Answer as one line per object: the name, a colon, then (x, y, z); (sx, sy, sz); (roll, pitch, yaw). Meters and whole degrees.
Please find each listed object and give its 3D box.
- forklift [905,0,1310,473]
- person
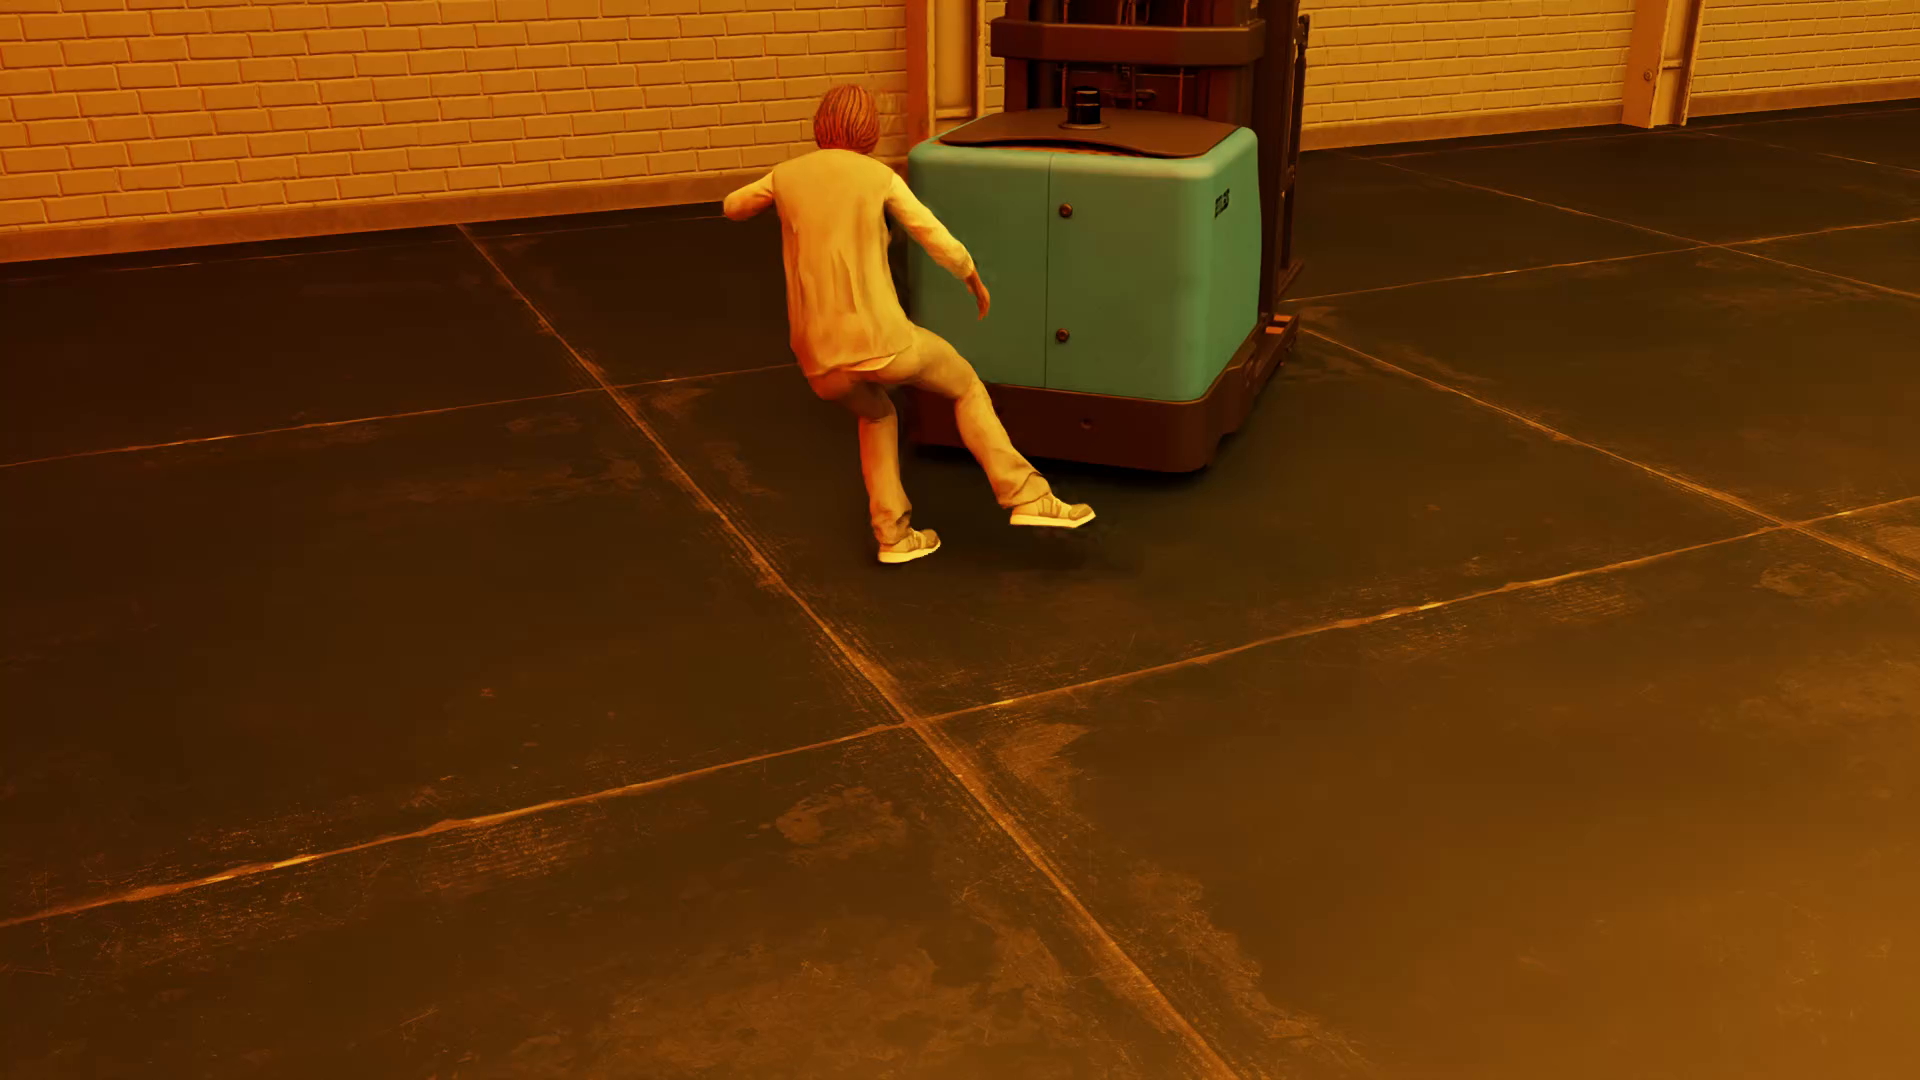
forklift: (0.788, -2.109, 6.363); (1.130, 2.935, 3.031); (8, 24, 18)
person: (-0.146, -0.646, 4.923); (1.127, 1.366, 0.827); (2, 23, 5)
